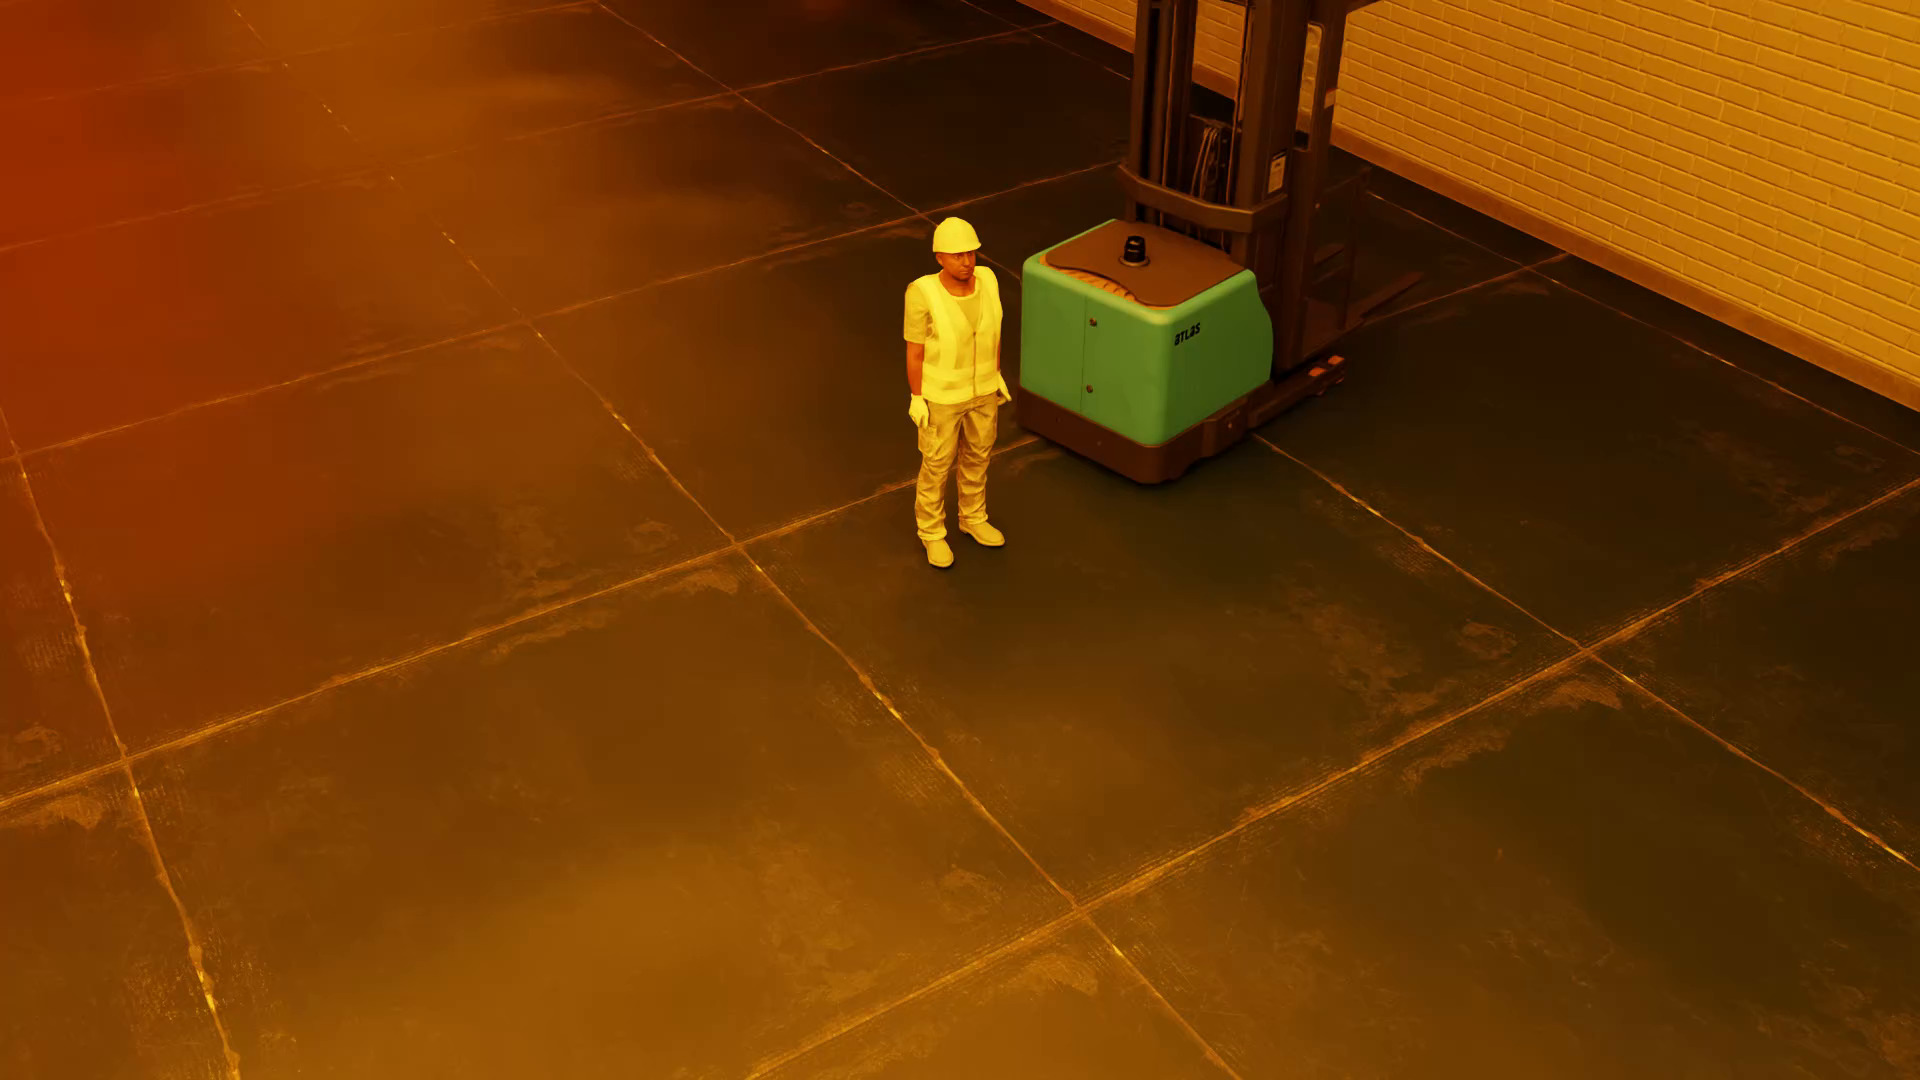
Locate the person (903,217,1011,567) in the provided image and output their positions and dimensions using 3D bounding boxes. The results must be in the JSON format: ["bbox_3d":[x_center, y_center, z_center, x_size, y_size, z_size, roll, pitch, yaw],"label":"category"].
[{"bbox_3d":[0.003,-0.730,8.184,0.543,1.789,0.387,-21,40,-27],"label":"person"}]

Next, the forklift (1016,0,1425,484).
[{"bbox_3d":[1.713,-2.249,9.349,1.130,2.935,3.031,29,44,35],"label":"forklift"}]
